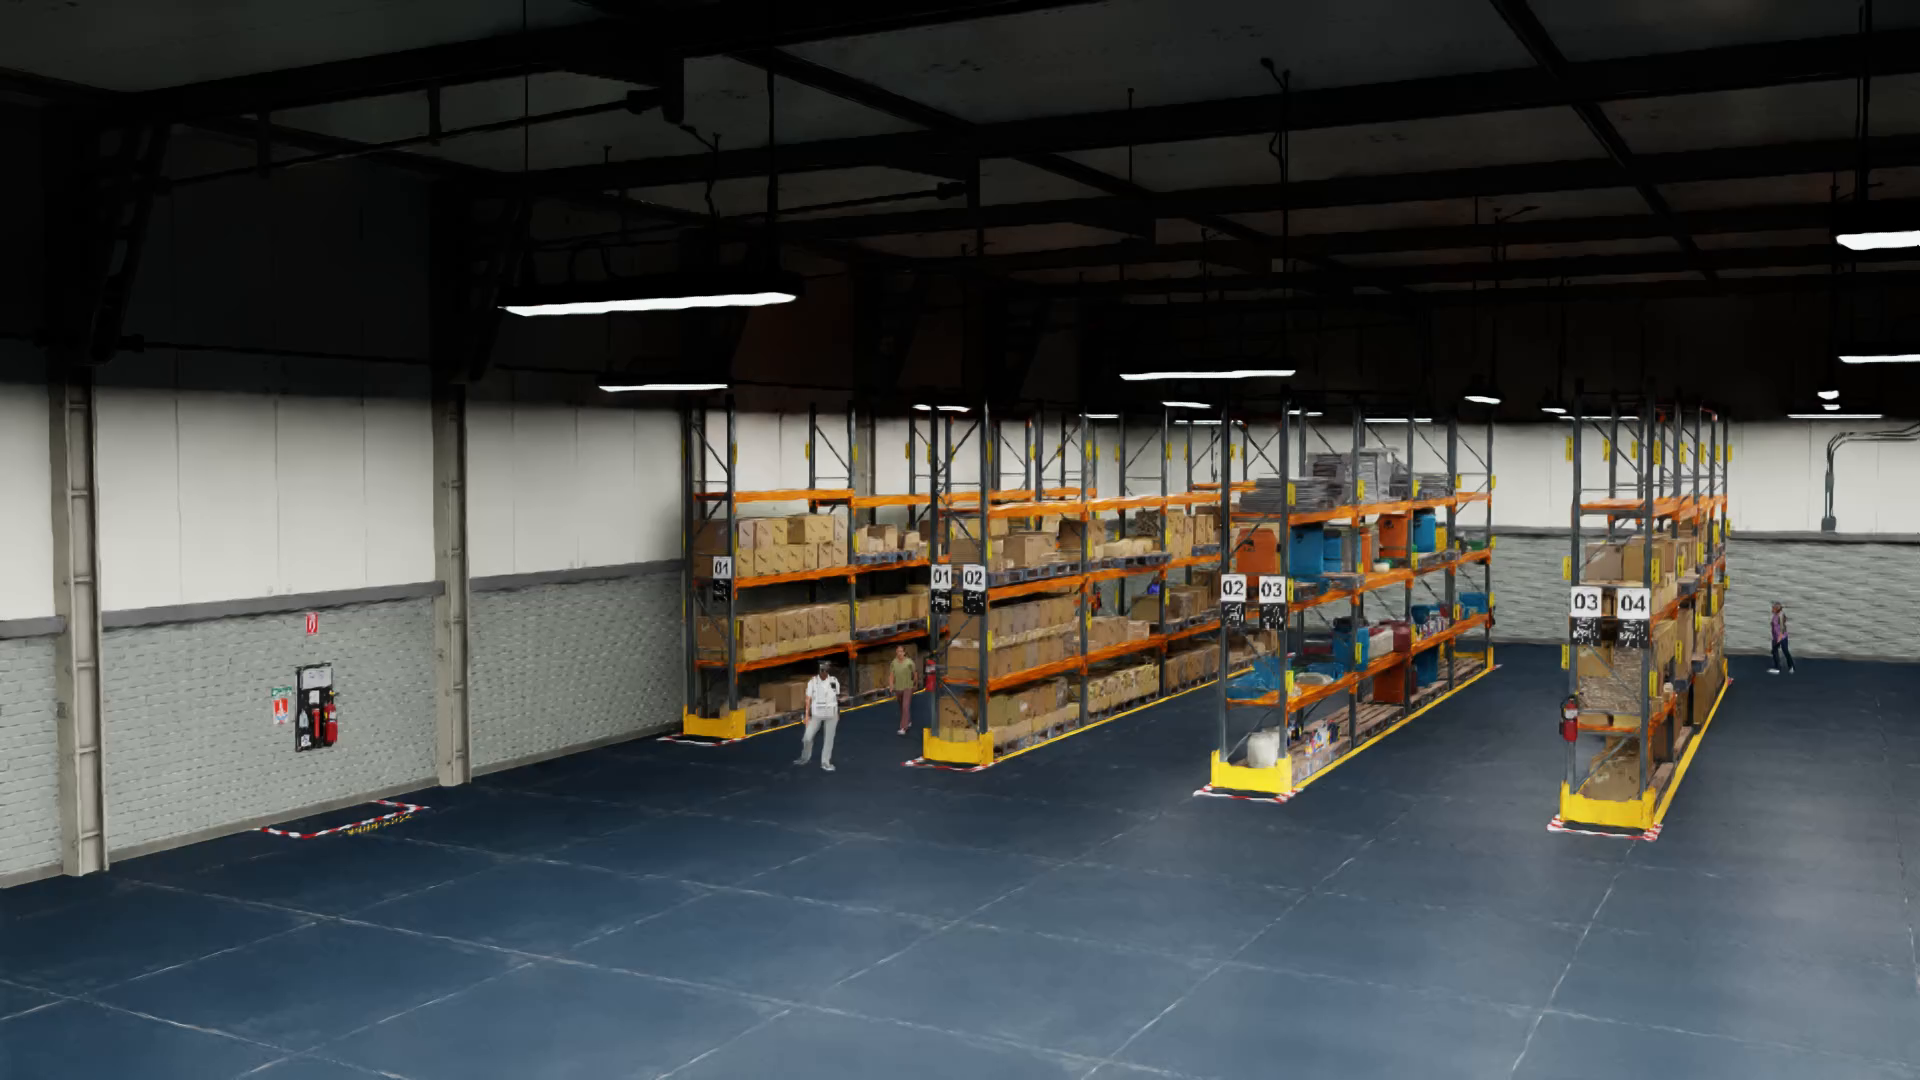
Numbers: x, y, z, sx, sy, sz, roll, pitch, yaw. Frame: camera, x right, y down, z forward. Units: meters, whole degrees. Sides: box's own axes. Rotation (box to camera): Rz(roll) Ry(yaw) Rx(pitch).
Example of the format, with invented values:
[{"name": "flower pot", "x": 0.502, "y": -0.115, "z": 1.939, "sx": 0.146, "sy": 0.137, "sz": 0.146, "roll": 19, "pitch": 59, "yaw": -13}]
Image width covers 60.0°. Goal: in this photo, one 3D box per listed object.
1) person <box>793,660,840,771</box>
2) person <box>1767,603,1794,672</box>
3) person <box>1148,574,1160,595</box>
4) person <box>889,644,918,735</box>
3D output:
[{"name": "person", "x": -2.263, "y": 2.752, "z": 26.218, "sx": 0.736, "sy": 1.741, "sz": 0.554, "roll": -1, "pitch": 3, "yaw": -13}, {"name": "person", "x": 18.712, "y": 2.221, "z": 37.855, "sx": 0.555, "sy": 1.581, "sz": 0.460, "roll": 0, "pitch": 3, "yaw": -2}, {"name": "person", "x": 5.258, "y": 1.766, "z": 45.659, "sx": 0.627, "sy": 1.651, "sz": 0.441, "roll": -2, "pitch": 4, "yaw": -31}, {"name": "person", "x": -1.027, "y": 2.631, "z": 29.605, "sx": 0.469, "sy": 1.588, "sz": 1.081, "roll": 1, "pitch": 3, "yaw": 19}]
